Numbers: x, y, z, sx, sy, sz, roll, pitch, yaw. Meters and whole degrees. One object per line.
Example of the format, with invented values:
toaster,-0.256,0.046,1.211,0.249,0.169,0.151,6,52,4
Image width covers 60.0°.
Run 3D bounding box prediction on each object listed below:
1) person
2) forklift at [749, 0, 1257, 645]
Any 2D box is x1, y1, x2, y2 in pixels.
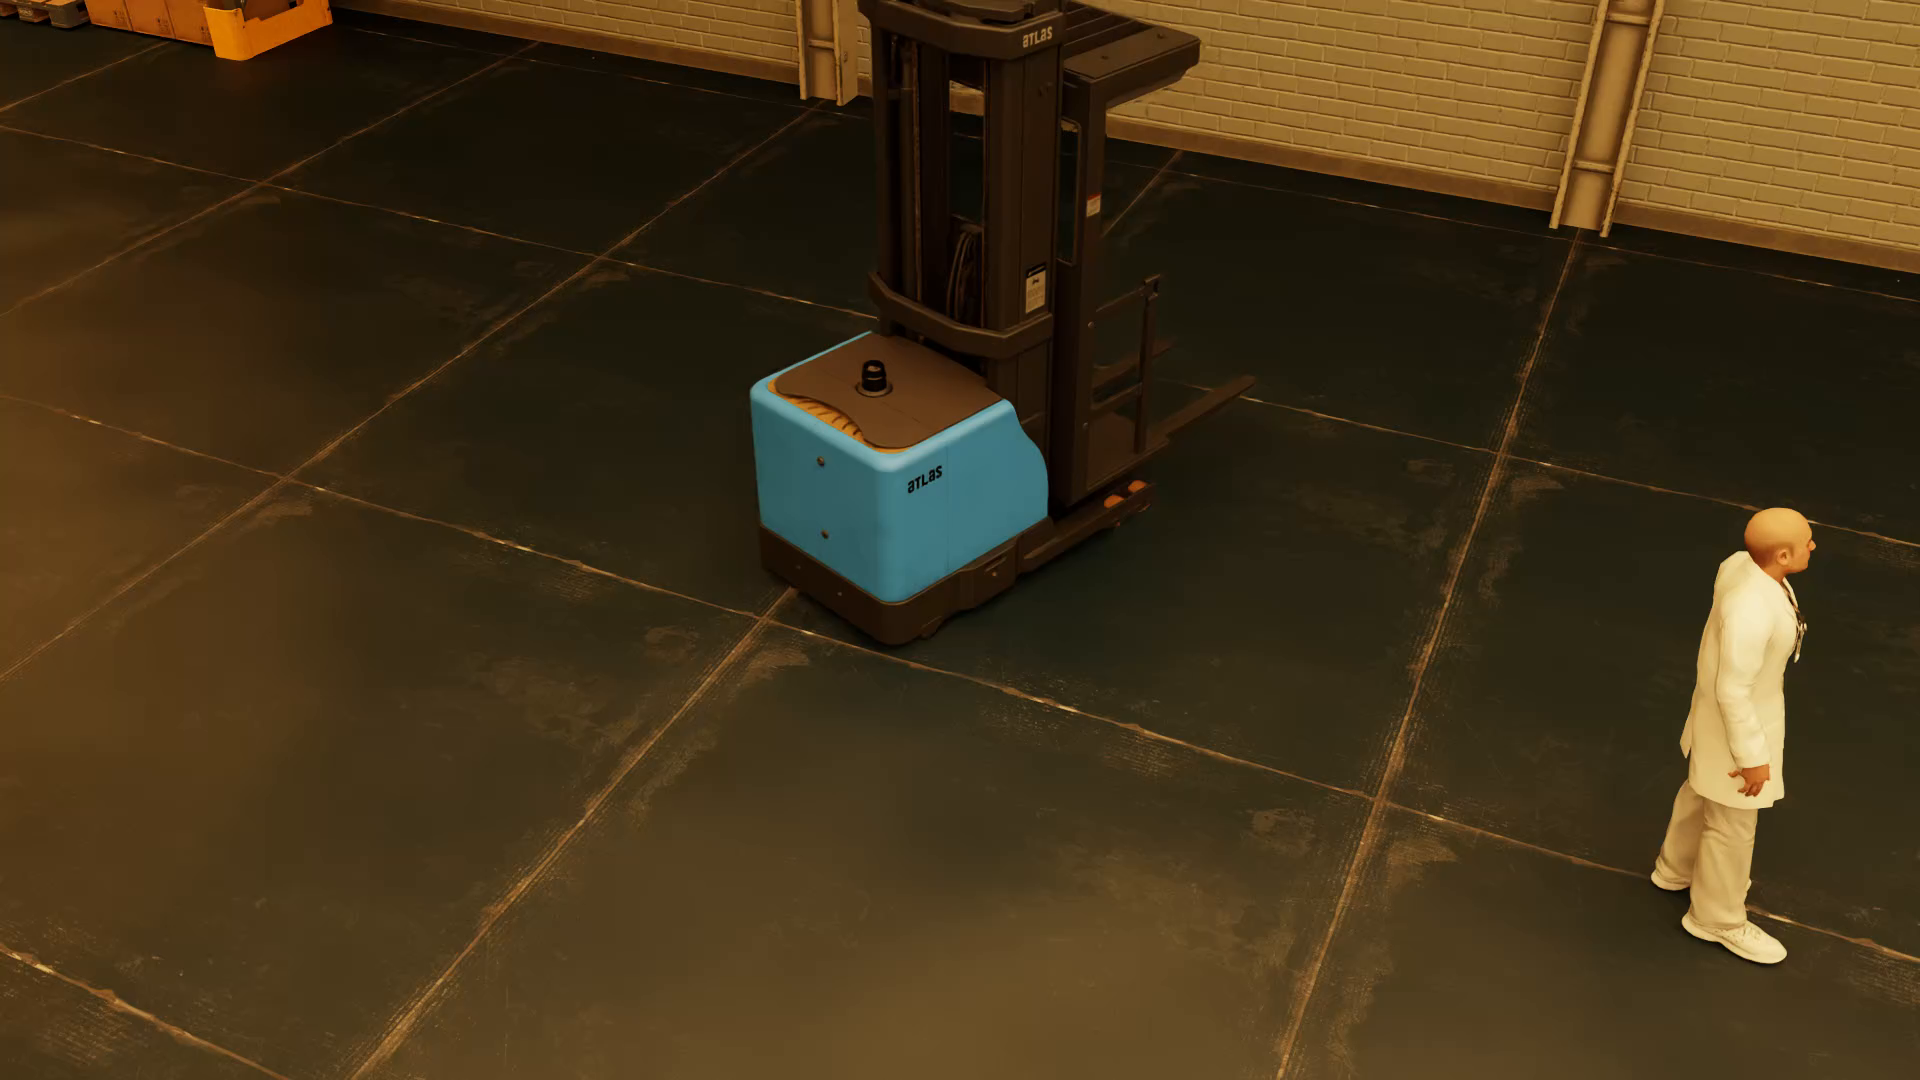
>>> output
person,2.953,0.679,6.116,0.582,1.775,0.695,11,37,15
forklift,0.394,-1.453,8.123,3.031,2.935,1.130,-30,45,-35
